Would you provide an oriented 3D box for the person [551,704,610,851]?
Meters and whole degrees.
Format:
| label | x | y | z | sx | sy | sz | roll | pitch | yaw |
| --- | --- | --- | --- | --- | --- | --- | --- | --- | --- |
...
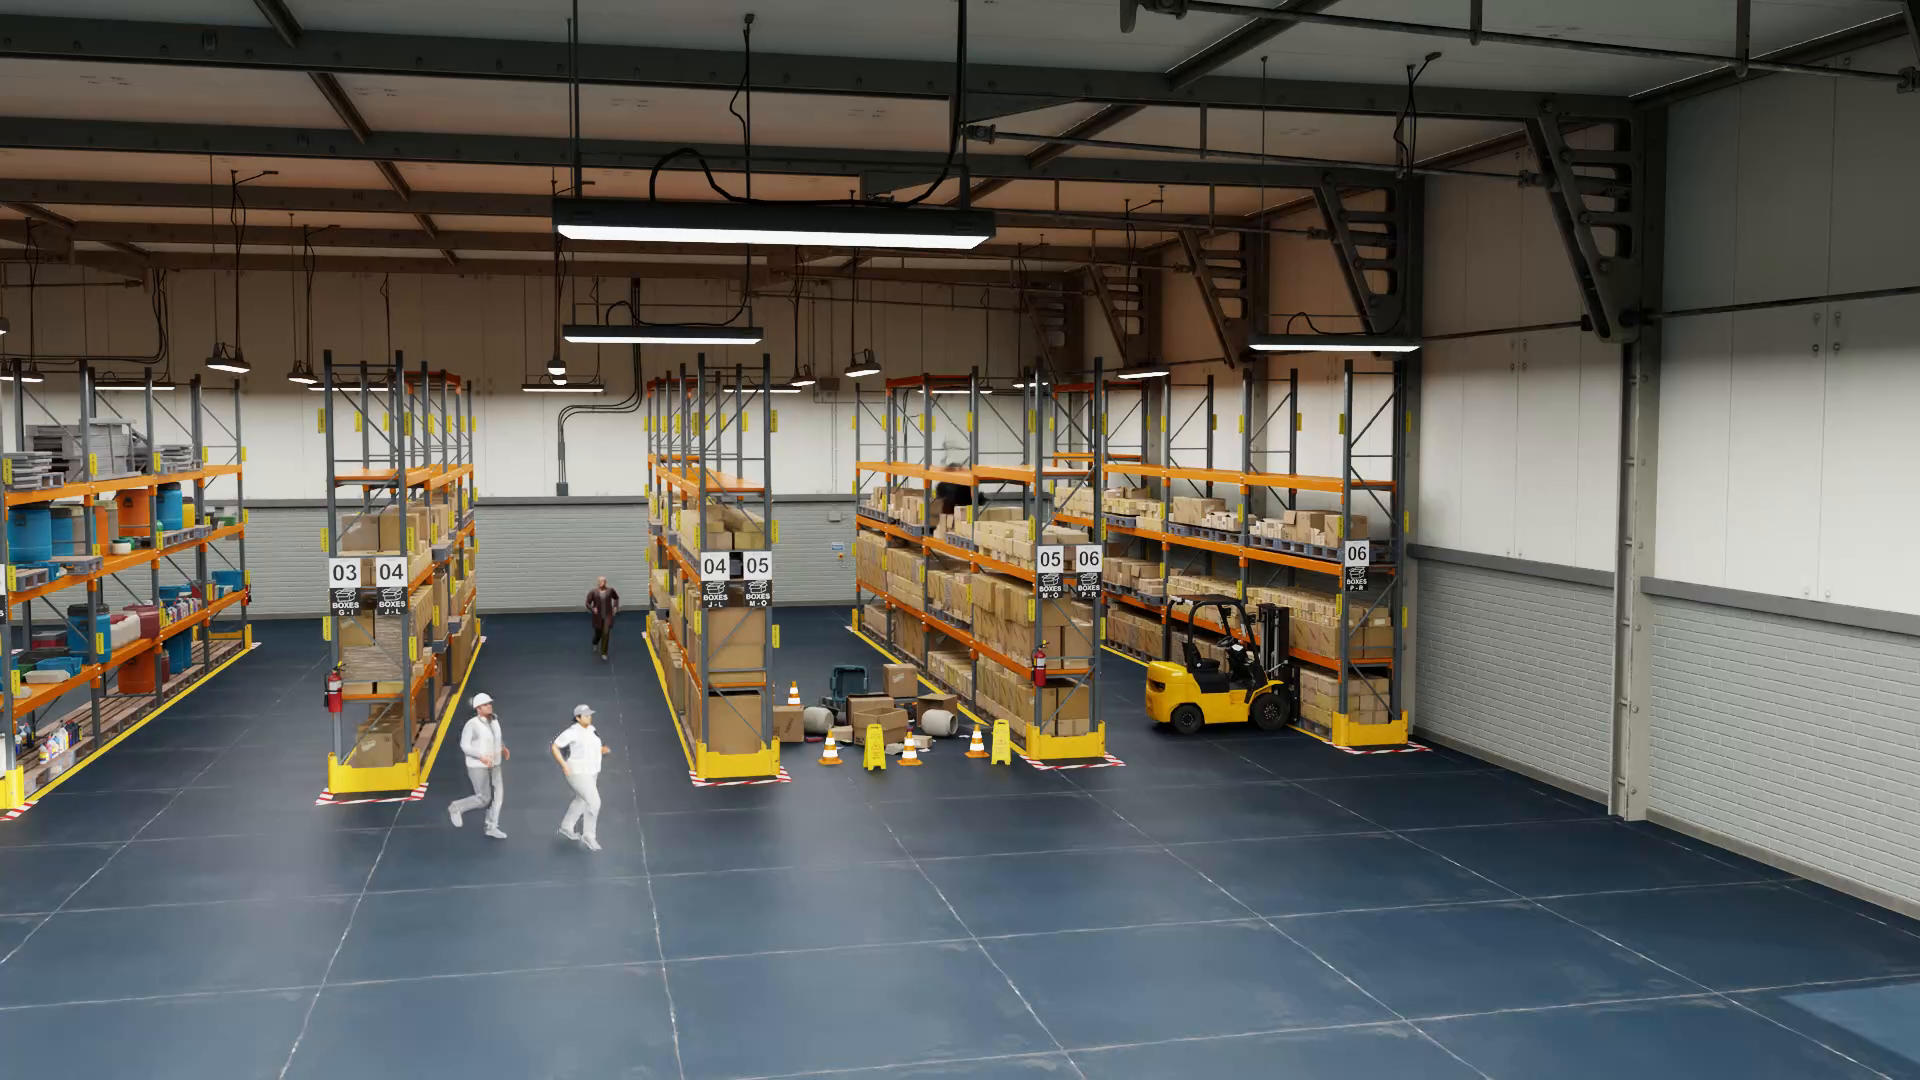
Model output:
| label | x | y | z | sx | sy | sz | roll | pitch | yaw |
| --- | --- | --- | --- | --- | --- | --- | --- | --- | --- |
| person | -4.475 | 2.809 | 19.704 | 0.749 | 1.731 | 0.576 | 1 | 4 | 18 |

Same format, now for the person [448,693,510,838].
| label | x | y | z | sx | sy | sz | roll | pitch | yaw |
| --- | --- | --- | --- | --- | --- | --- | --- | --- | --- |
| person | -5.832 | 2.734 | 20.257 | 0.735 | 1.761 | 0.667 | 2 | 4 | 25 |

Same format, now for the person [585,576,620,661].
| label | x | y | z | sx | sy | sz | roll | pitch | yaw |
| --- | --- | --- | --- | --- | --- | --- | --- | --- | --- |
| person | -7.644 | 1.658 | 35.593 | 0.719 | 1.776 | 0.921 | -1 | 4 | -15 |
